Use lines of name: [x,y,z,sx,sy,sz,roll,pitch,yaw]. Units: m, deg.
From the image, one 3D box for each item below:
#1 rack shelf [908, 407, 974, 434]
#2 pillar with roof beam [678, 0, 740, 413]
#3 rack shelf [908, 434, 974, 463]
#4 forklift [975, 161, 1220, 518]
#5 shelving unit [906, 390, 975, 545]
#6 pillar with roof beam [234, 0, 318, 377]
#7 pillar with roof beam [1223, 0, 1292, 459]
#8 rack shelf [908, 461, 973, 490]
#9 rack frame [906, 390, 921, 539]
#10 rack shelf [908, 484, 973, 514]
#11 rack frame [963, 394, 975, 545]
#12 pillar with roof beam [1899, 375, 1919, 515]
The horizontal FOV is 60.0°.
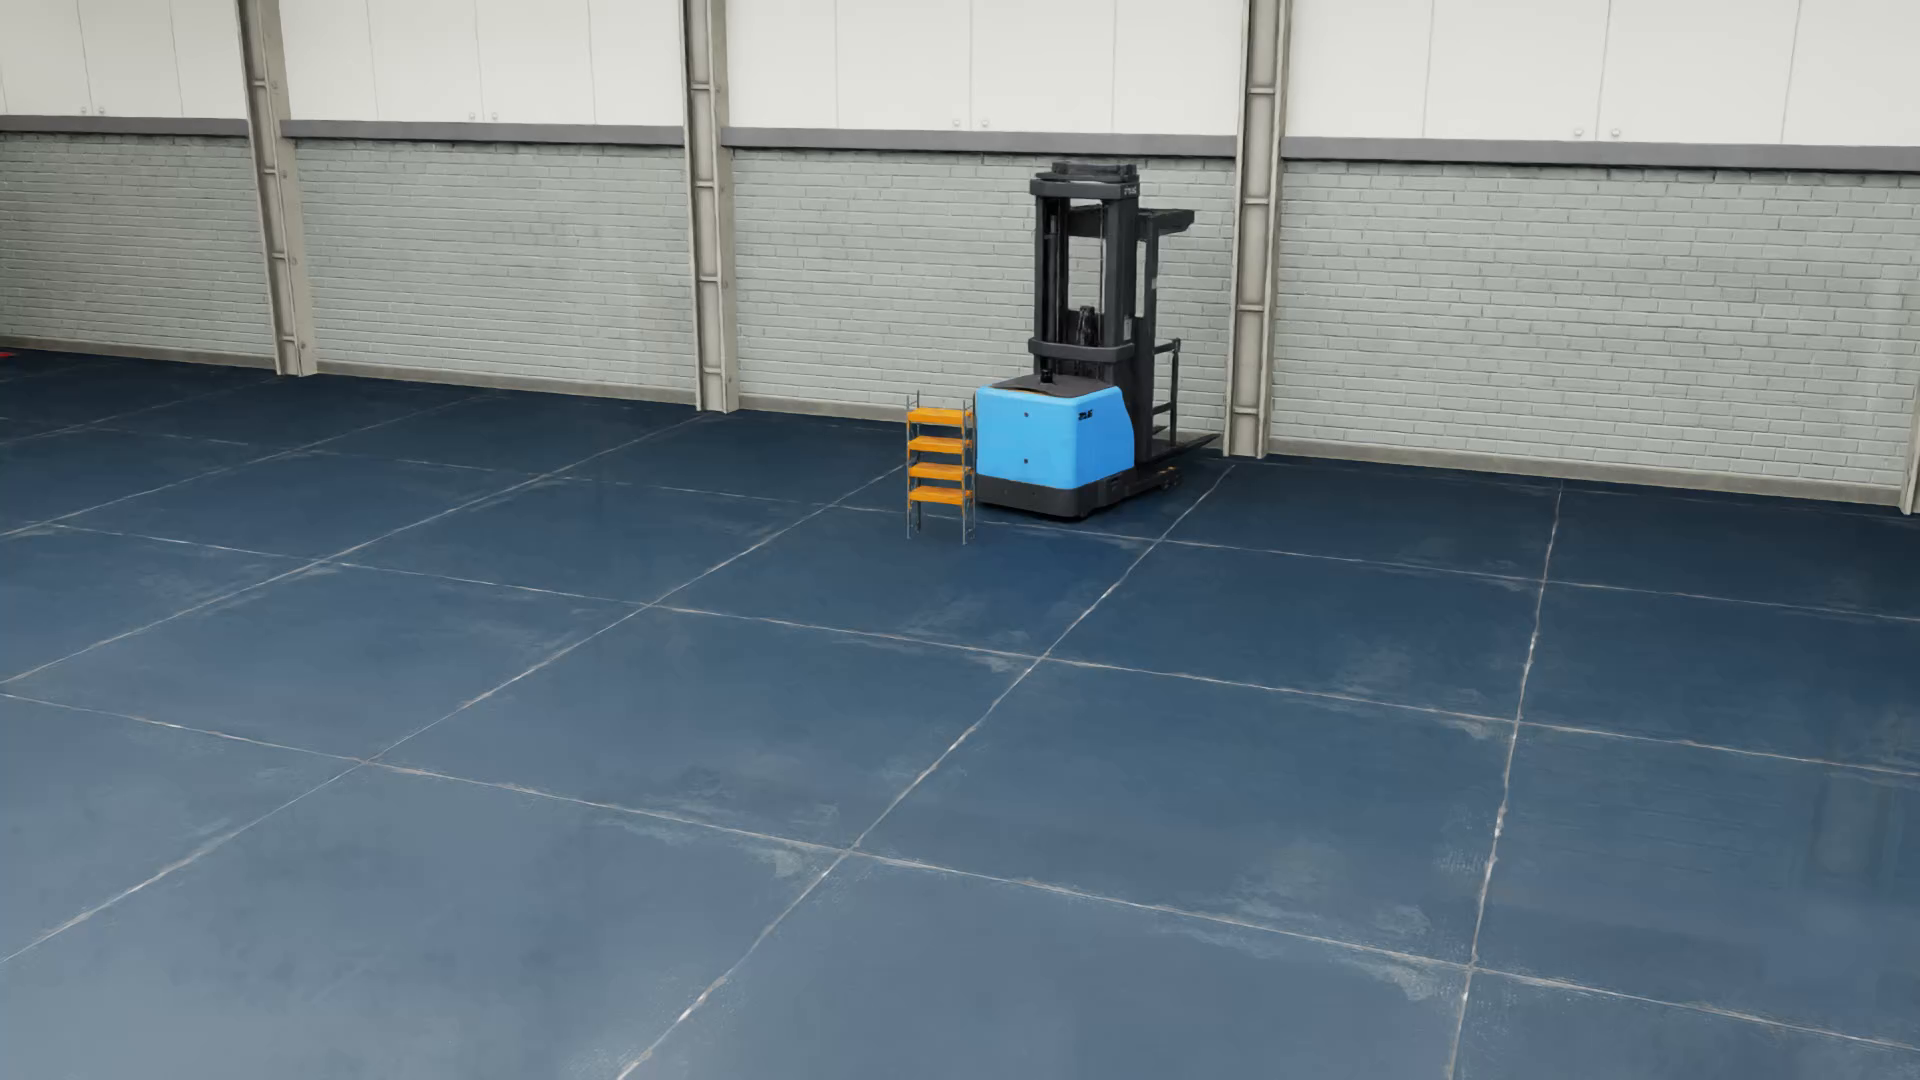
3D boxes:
rack shelf: [-0.154,-0.971,13.455,0.480,0.148,0.258,6,17,21]
pillar with roof beam: [-4.304,-4.679,13.649,0.400,9.000,9.100,6,17,21]
rack shelf: [-0.154,-0.743,13.521,0.480,0.148,0.258,6,17,21]
forklift: [1.407,-1.949,15.129,1.130,2.935,3.031,12,20,35]
shelving unit: [-0.154,-0.593,13.565,0.503,1.200,0.258,6,17,21]
pillar with roof beam: [-9.886,-5.292,15.763,0.400,9.000,9.100,6,17,21]
pillar with roof beam: [1.278,-4.065,11.534,0.400,9.000,9.100,6,17,21]
rack shelf: [-0.154,-0.529,13.583,0.480,0.148,0.258,6,17,21]
rack frame: [-0.381,-0.618,13.651,0.015,1.200,0.240,6,17,21]
rack shelf: [-0.154,-0.338,13.639,0.480,0.148,0.258,6,17,21]
rack frame: [0.073,-0.568,13.479,0.015,1.200,0.240,6,17,21]
pillar with roof beam: [6.859,-3.451,9.420,0.400,9.000,9.100,6,17,21]
